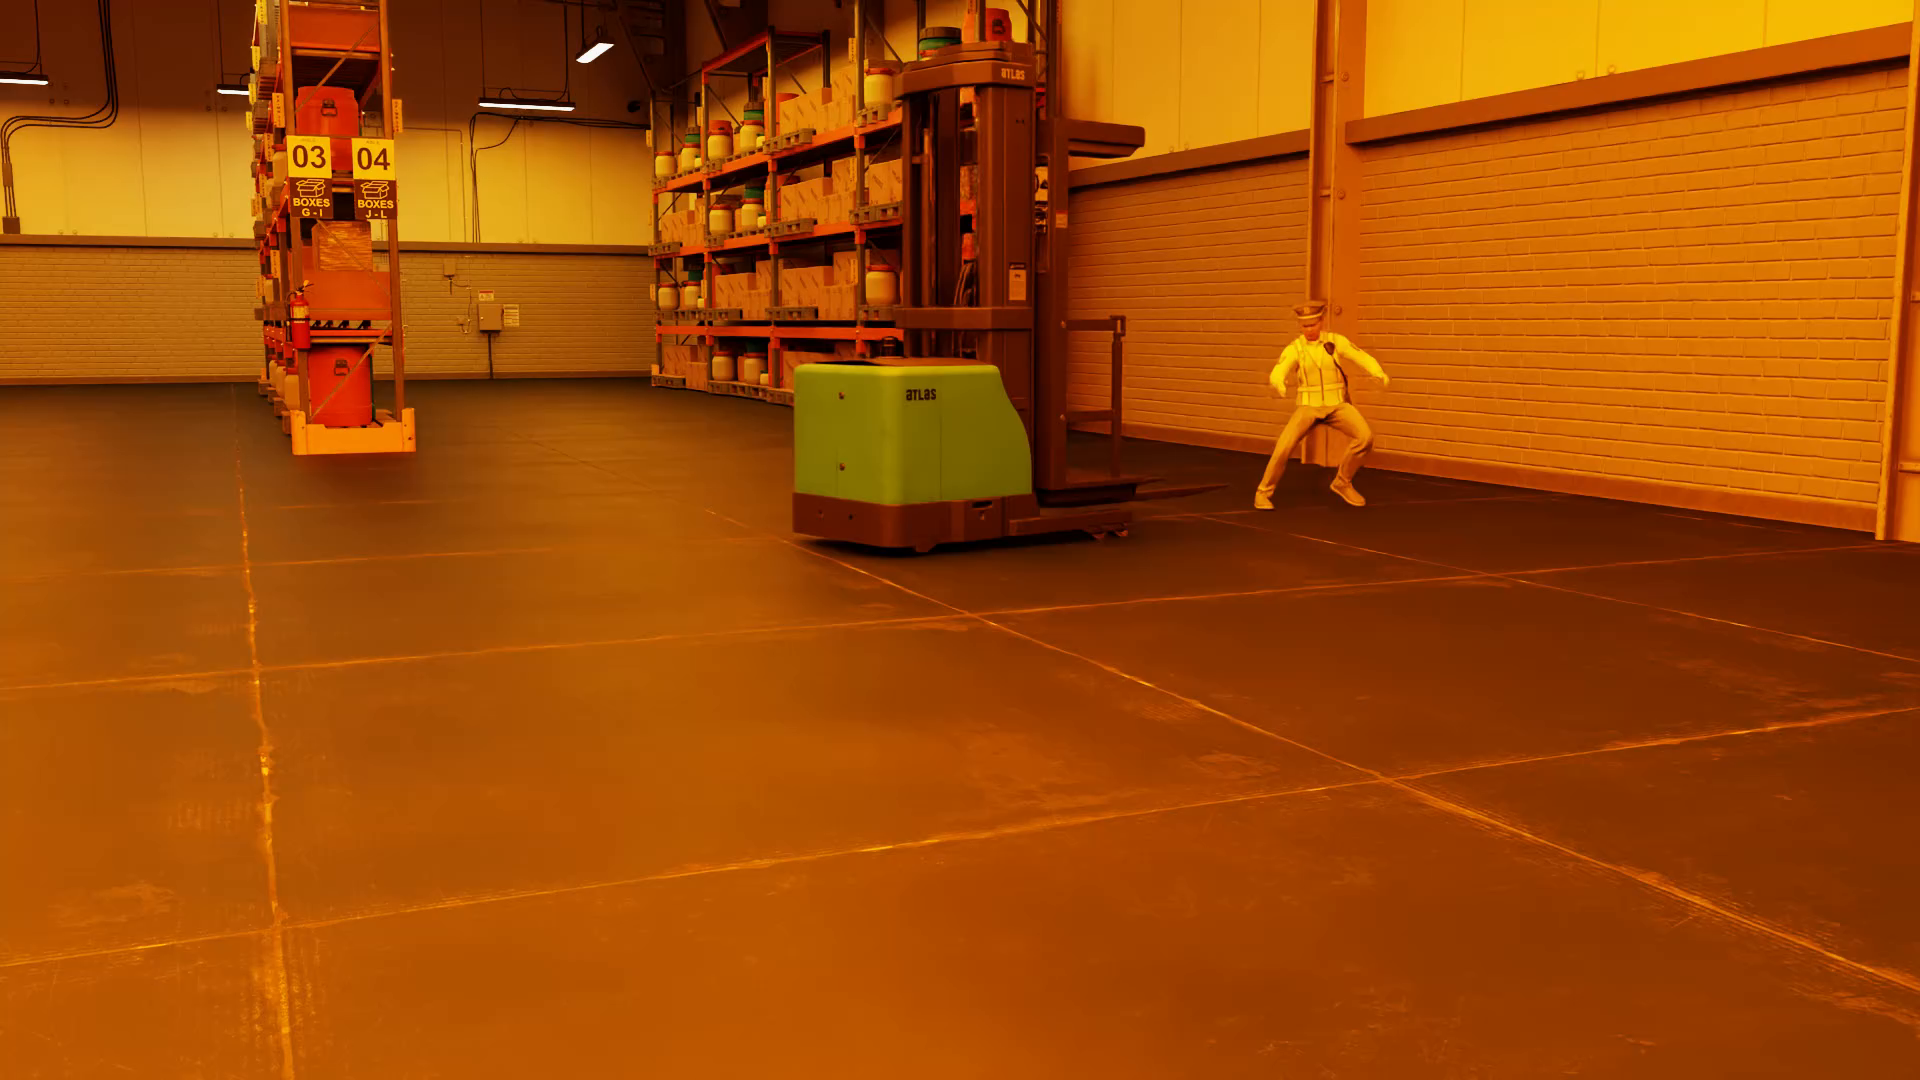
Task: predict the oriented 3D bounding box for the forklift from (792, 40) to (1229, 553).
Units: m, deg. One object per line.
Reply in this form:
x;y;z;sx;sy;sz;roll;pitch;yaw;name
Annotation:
0.448;-1.510;10.397;3.031;2.935;1.130;-6;10;-39;forklift

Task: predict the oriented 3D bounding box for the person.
2.545;-0.947;11.703;0.894;1.468;0.696;1;8;9;person
